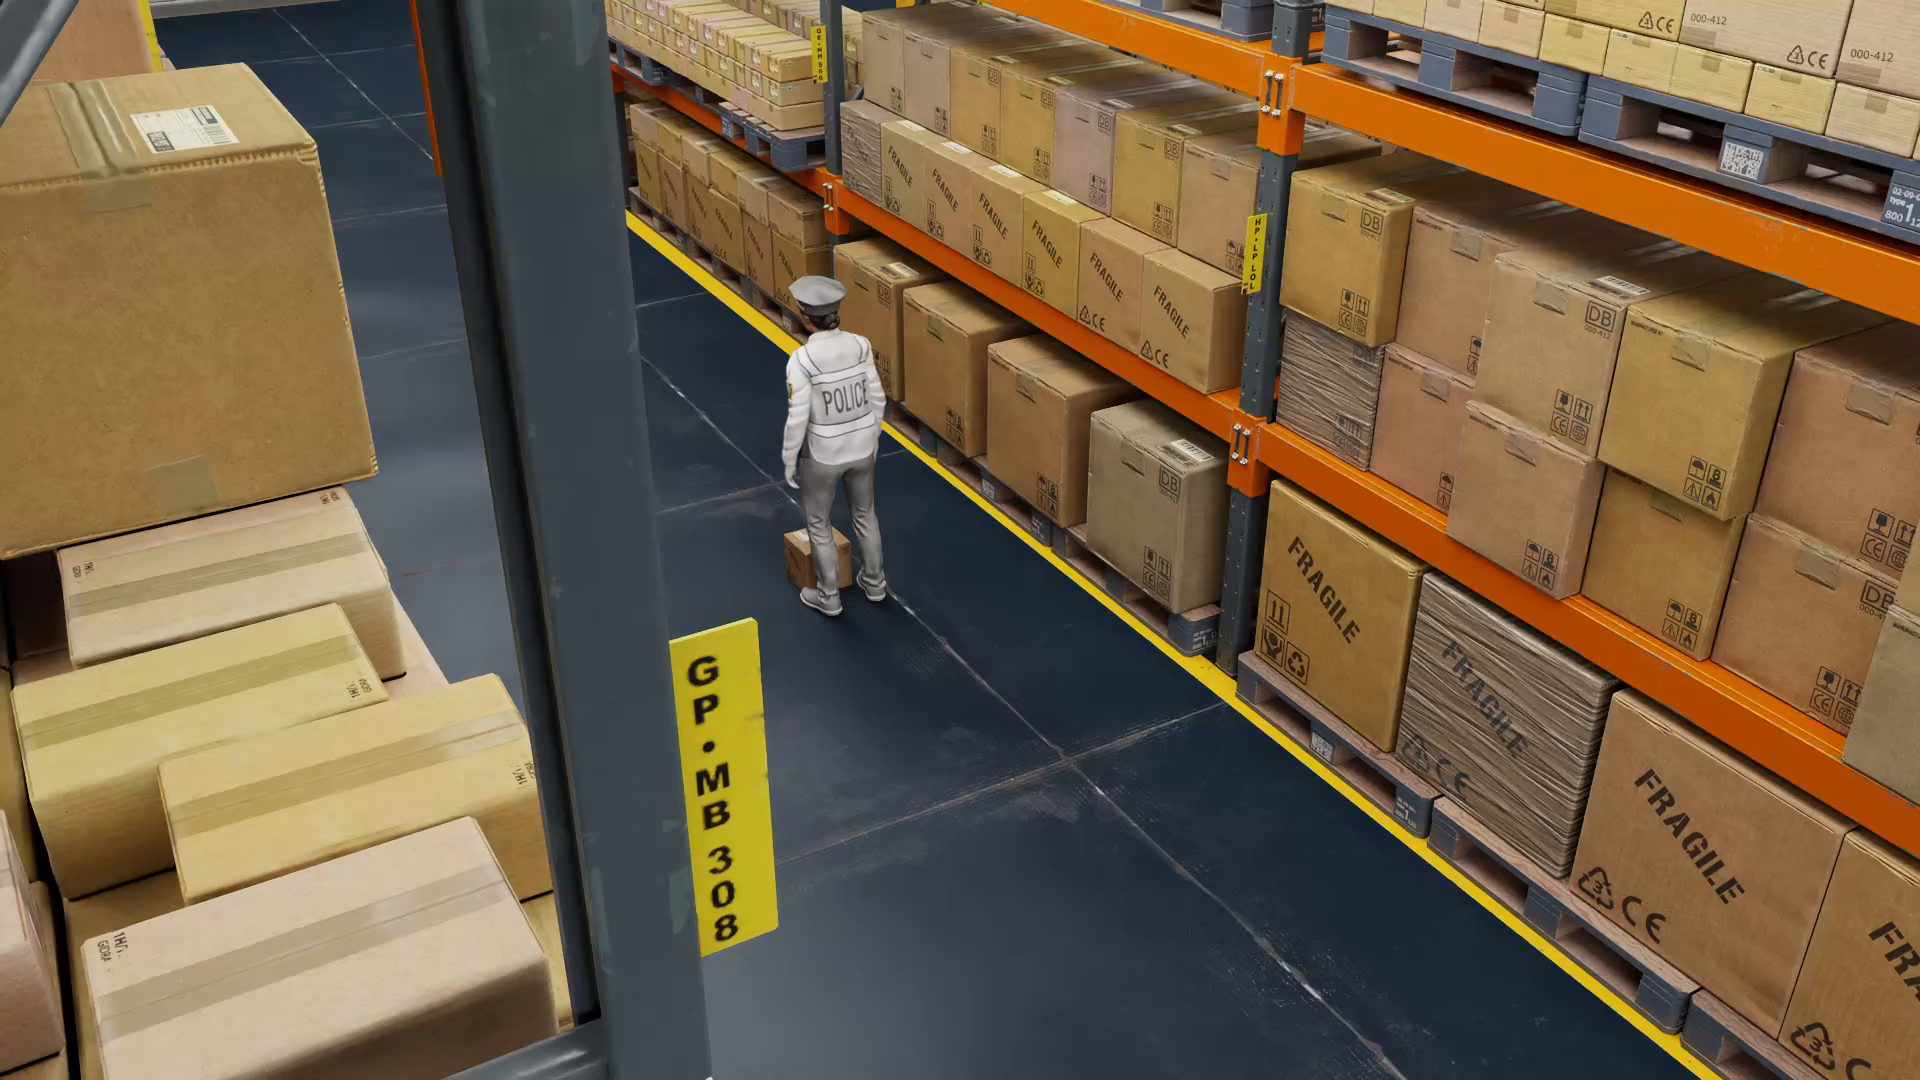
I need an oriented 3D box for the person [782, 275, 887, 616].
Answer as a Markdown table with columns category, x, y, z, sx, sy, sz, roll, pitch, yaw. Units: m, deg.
| category | x | y | z | sx | sy | sz | roll | pitch | yaw |
| --- | --- | --- | --- | --- | --- | --- | --- | --- | --- |
| person | -0.594 | -0.417 | 7.867 | 0.547 | 1.665 | 0.373 | -18 | 34 | -29 |
